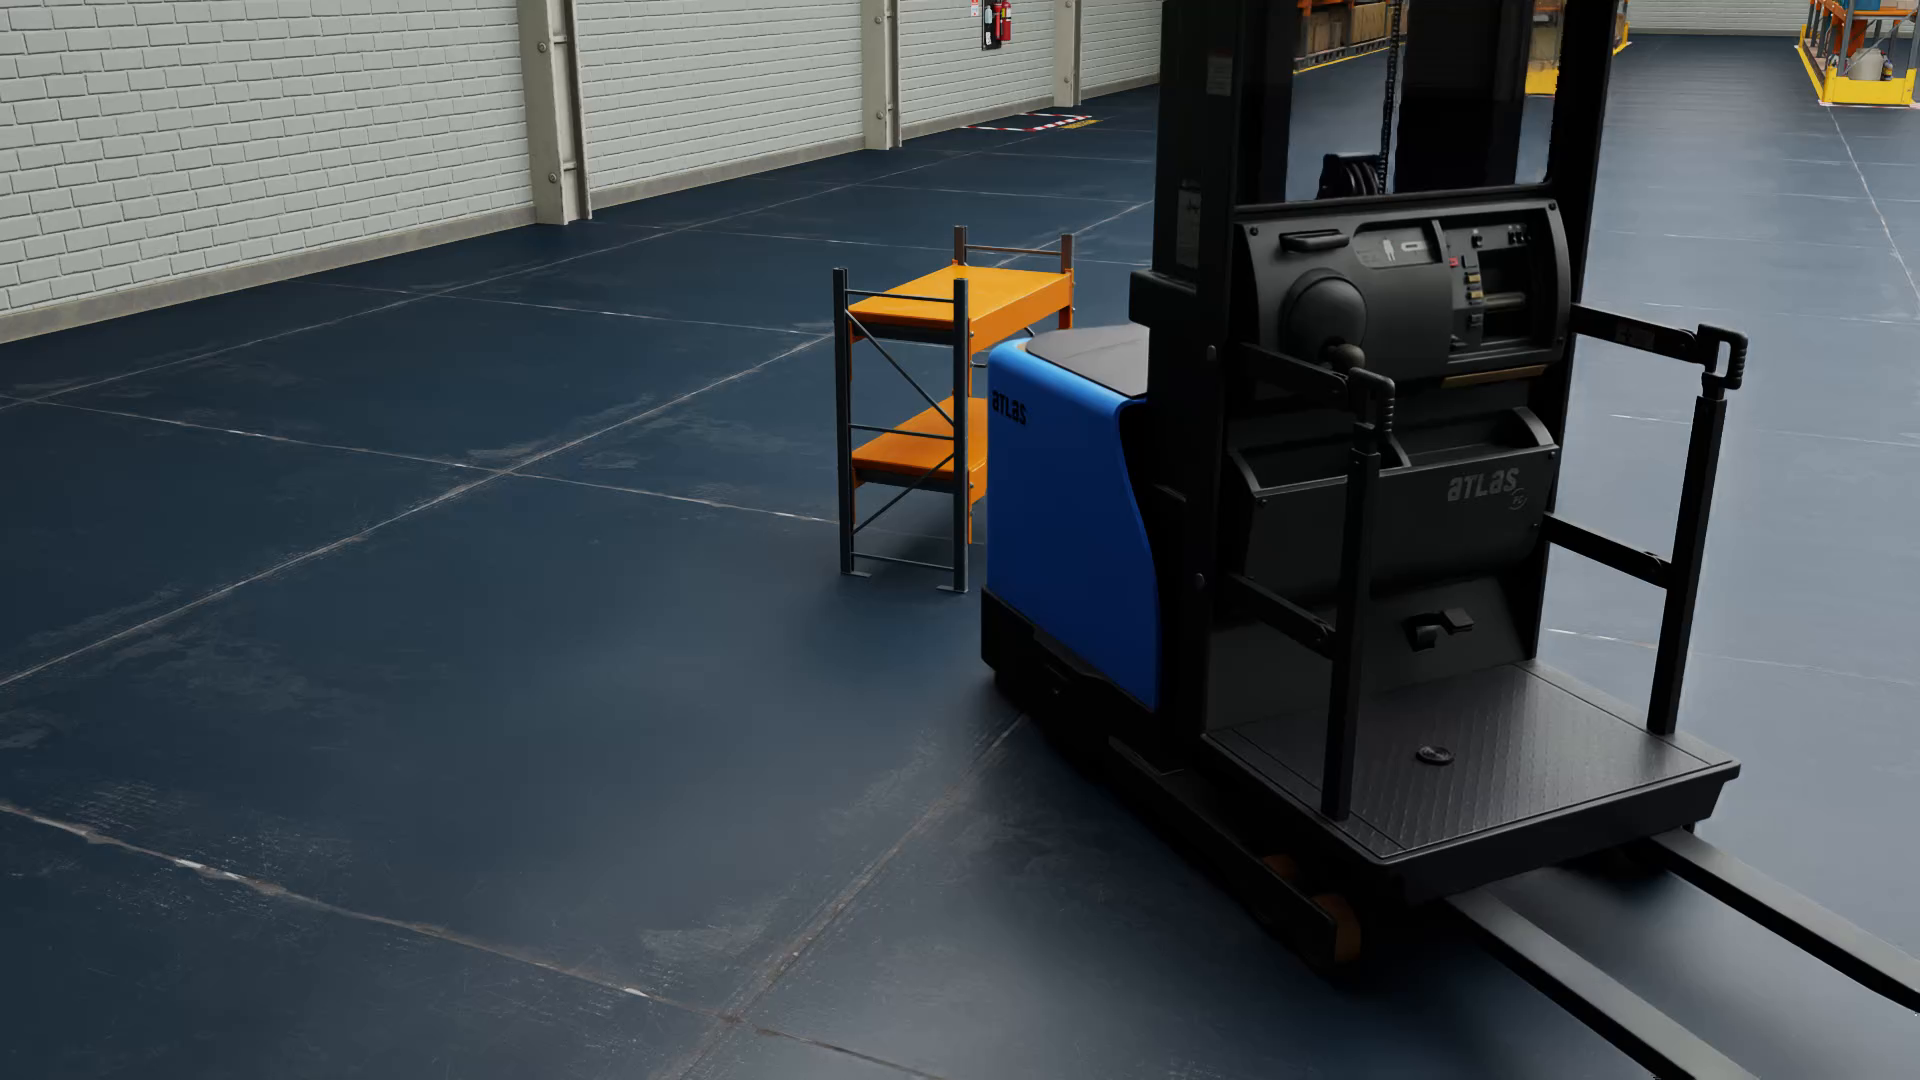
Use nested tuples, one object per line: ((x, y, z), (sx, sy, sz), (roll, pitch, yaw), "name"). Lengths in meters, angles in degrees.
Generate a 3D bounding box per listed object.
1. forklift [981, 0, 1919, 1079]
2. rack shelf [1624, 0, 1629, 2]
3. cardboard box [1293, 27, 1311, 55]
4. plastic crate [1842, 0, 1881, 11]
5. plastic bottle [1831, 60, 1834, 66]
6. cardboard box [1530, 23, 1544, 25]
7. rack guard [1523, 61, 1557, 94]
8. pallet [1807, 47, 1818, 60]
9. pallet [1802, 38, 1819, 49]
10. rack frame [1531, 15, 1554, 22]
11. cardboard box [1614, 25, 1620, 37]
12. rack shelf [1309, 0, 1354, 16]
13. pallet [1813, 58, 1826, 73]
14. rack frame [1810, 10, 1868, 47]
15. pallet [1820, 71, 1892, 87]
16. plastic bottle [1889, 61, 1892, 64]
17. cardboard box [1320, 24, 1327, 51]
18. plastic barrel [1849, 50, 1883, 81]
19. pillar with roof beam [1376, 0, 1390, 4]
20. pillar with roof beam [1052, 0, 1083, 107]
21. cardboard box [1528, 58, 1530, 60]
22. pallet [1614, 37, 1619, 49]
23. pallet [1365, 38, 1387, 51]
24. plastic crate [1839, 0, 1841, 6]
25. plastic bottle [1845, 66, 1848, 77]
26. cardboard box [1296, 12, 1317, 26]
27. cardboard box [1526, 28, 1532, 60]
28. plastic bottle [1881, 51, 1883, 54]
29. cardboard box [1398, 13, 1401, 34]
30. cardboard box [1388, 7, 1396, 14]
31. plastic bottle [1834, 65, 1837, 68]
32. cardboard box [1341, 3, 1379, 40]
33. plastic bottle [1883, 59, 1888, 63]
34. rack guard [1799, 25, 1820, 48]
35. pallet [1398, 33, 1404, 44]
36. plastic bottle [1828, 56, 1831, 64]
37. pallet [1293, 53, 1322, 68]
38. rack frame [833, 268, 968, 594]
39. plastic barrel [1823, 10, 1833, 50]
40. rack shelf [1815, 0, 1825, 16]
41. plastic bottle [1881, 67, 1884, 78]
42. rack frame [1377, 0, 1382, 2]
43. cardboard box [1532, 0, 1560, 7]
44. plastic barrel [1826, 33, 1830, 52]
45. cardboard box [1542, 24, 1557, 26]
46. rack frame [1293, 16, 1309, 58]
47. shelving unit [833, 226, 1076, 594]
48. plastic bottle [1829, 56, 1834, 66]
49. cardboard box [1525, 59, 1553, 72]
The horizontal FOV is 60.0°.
((1.159, -0.583, 3.735), (1.130, 2.935, 3.031), (-9, 22, -24), "forklift")
((14.771, -12.552, 38.359), (1.077, 0.370, 4.000), (9, 21, 23), "rack shelf")
((6.441, -9.769, 32.535), (0.700, 0.500, 0.500), (9, 22, 25), "cardboard box")
((13.488, -8.054, 24.861), (0.499, 0.251, 0.616), (9, 21, 23), "plastic crate")
((14.093, -7.591, 26.746), (0.152, 0.276, 0.135), (8, 21, 21), "plastic bottle")
((9.791, -8.685, 28.770), (0.500, 0.500, 0.500), (9, 21, 23), "cardboard box")
((9.028, -7.426, 26.603), (1.175, 0.500, 0.348), (9, 21, 23), "rack guard")
((18.116, -10.054, 34.425), (1.003, 0.211, 1.213), (9, 21, 23), "pallet")
((19.734, -11.261, 37.817), (1.003, 0.211, 1.213), (9, 21, 23), "pallet")
((10.676, -9.834, 29.643), (1.000, 3.000, 0.127), (9, 21, 23), "rack frame")
((15.176, -11.927, 38.978), (0.500, 0.250, 0.500), (9, 21, 23), "cardboard box")
((6.974, -10.785, 33.391), (1.077, 0.370, 4.000), (9, 21, 23), "rack shelf")
((16.479, -8.830, 30.983), (1.003, 0.211, 1.213), (9, 21, 23), "pallet")
((18.470, -11.598, 34.605), (1.000, 3.000, 0.127), (9, 21, 23), "rack frame")
((14.881, -7.639, 27.635), (1.003, 0.211, 1.213), (9, 21, 23), "pallet")
((14.692, -7.436, 26.298), (0.061, 0.283, 0.133), (9, 21, 24), "plastic bottle")
((7.051, -10.240, 33.860), (0.700, 0.500, 0.500), (8, 21, 22), "cardboard box")
((13.755, -7.167, 25.232), (0.421, 0.512, 0.421), (0, 20, 0), "plastic barrel")
((15.313, -17.360, 41.854), (9.100, 9.000, 0.400), (9, 21, 23), "pillar with roof beam")
((5.485, -10.024, 21.225), (9.100, 9.000, 0.400), (9, 21, 23), "pillar with roof beam")
((9.182, -7.872, 27.605), (0.500, 0.250, 0.500), (9, 21, 23), "cardboard box")
((14.732, -11.549, 38.629), (1.003, 0.211, 1.213), (9, 21, 23), "pallet")
((9.184, -11.398, 38.203), (1.003, 0.211, 1.213), (9, 21, 23), "pallet")
((14.380, -8.677, 26.706), (0.450, 0.188, 0.662), (9, 21, 23), "plastic crate")
((14.214, -7.545, 26.727), (0.097, 0.201, 0.097), (0, 20, 0), "plastic bottle")
((6.828, -10.417, 33.238), (0.500, 0.250, 0.500), (8, 21, 21), "cardboard box")
((8.986, -8.071, 27.045), (0.500, 0.500, 0.500), (9, 21, 23), "cardboard box")
((15.193, -7.876, 27.434), (0.144, 0.351, 0.185), (8, 21, 21), "plastic bottle")
((10.252, -12.502, 40.250), (0.700, 0.500, 0.500), (9, 22, 24), "cardboard box")
((10.138, -12.578, 39.495), (0.380, 0.149, 0.250), (9, 22, 25), "cardboard box")
((13.908, -7.440, 26.433), (0.097, 0.201, 0.097), (0, 20, 0), "plastic bottle")
((8.922, -11.654, 37.343), (0.750, 0.750, 0.750), (9, 22, 24), "cardboard box")
((14.912, -7.634, 26.866), (0.152, 0.276, 0.135), (9, 21, 24), "plastic bottle")
((20.105, -11.653, 38.488), (1.175, 0.500, 0.348), (9, 21, 23), "rack guard")
((10.312, -12.240, 40.571), (1.003, 0.211, 1.213), (9, 21, 23), "pallet")
((14.556, -7.937, 27.718), (0.152, 0.276, 0.135), (9, 22, 25), "plastic bottle")
((6.473, -9.437, 32.688), (1.003, 0.211, 1.213), (9, 21, 23), "pallet")
((-0.205, -0.377, 5.849), (0.500, 1.125, 0.032), (9, 21, 23), "rack frame")
((17.941, -10.427, 33.817), (0.600, 0.901, 0.708), (9, 21, 23), "plastic barrel")
((17.651, -10.648, 33.007), (1.077, 0.370, 4.000), (9, 21, 23), "rack shelf")
((14.804, -7.496, 26.590), (0.097, 0.201, 0.097), (0, 20, 0), "plastic bottle")
((11.069, -14.181, 41.866), (1.000, 3.000, 0.127), (9, 21, 23), "rack frame")
((9.241, -8.799, 26.584), (0.700, 0.500, 0.500), (9, 21, 23), "cardboard box")
((17.166, -9.738, 32.460), (0.421, 0.512, 0.421), (0, 20, 0), "plastic barrel")
((10.077, -8.458, 28.133), (0.500, 0.500, 0.500), (9, 21, 23), "cardboard box")
((6.155, -10.512, 31.551), (1.000, 3.000, 0.127), (9, 21, 23), "rack frame")
((0.003, -0.532, 6.286), (0.538, 1.125, 1.048), (9, 21, 23), "shelving unit")
((14.302, -7.788, 27.288), (0.061, 0.283, 0.133), (10, 22, 25), "plastic bottle")
((9.461, -7.647, 26.970), (0.500, 0.250, 0.500), (9, 21, 23), "cardboard box")
